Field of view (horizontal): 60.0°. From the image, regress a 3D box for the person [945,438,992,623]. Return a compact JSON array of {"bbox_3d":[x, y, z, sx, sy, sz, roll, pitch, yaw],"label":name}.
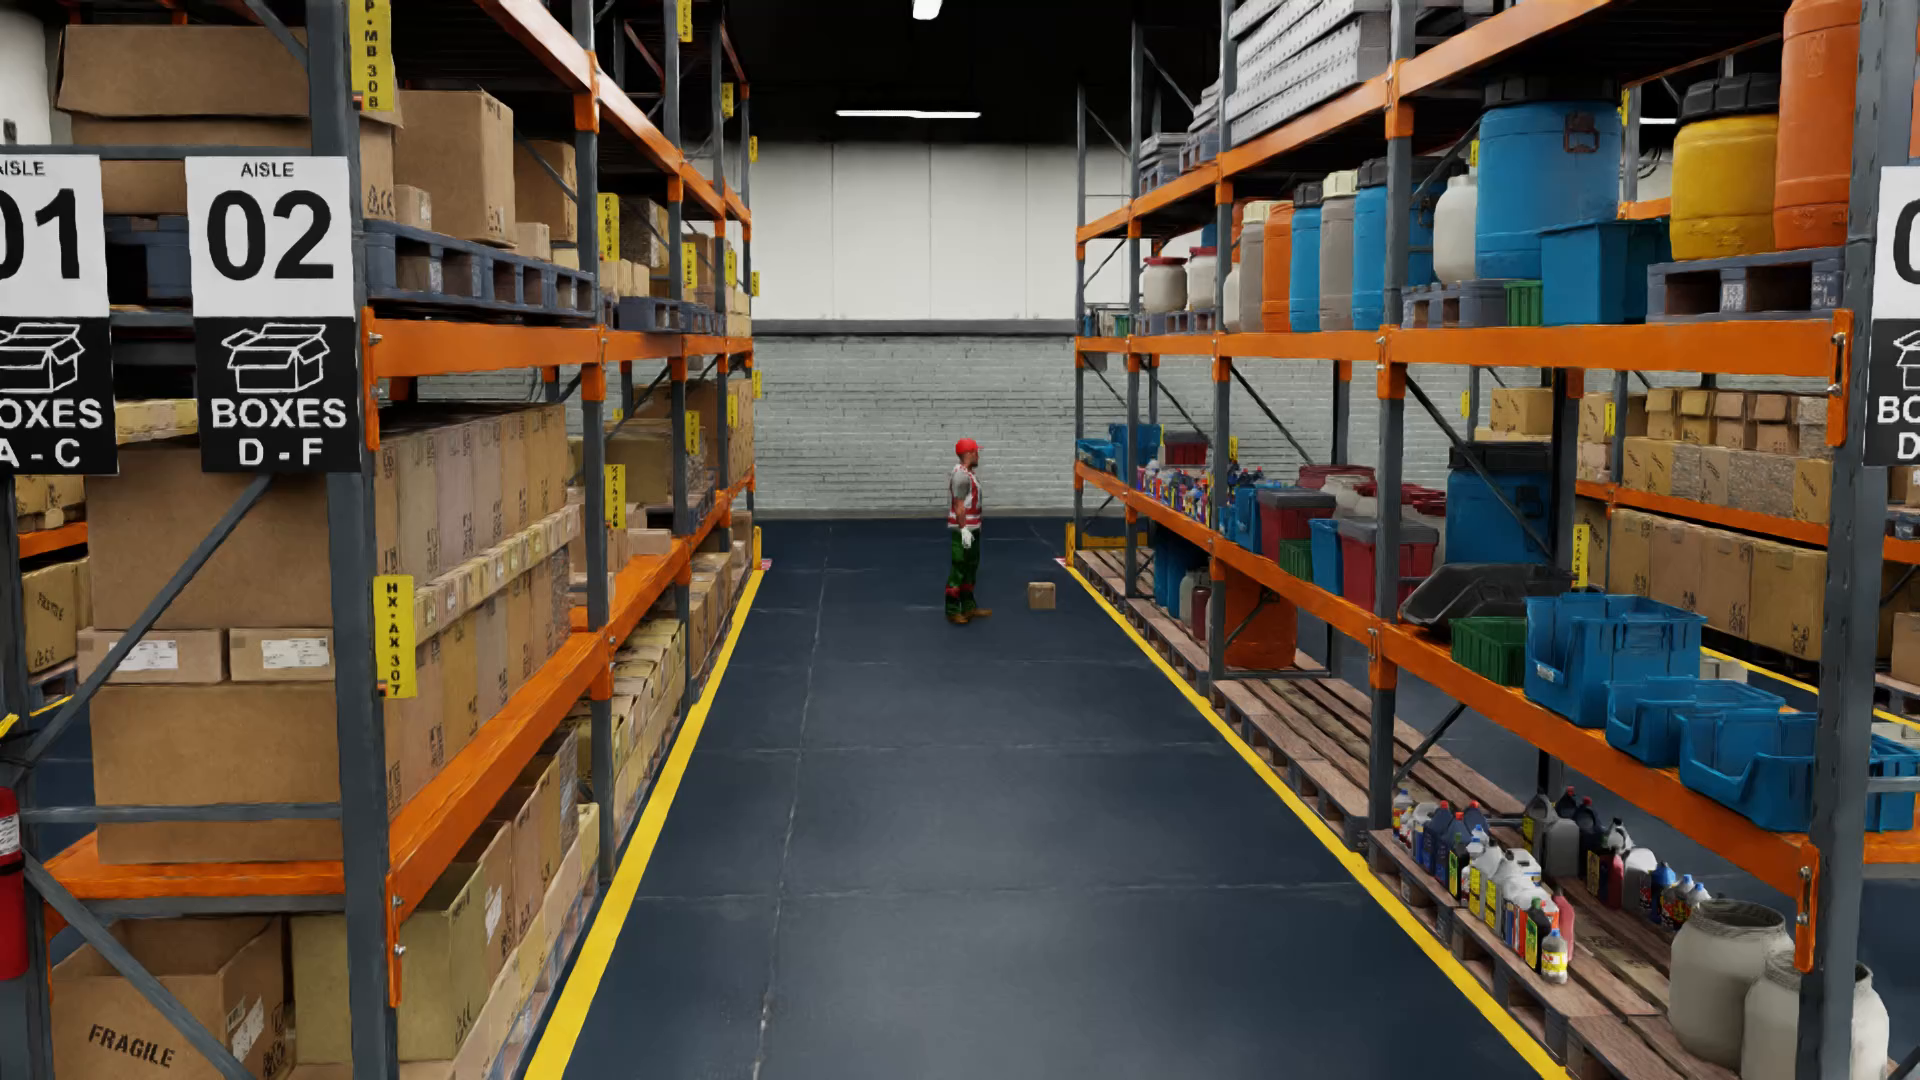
[{"bbox_3d":[0.082,-0.109,16.317,0.414,1.791,0.622,1,7,11],"label":"person"}]
